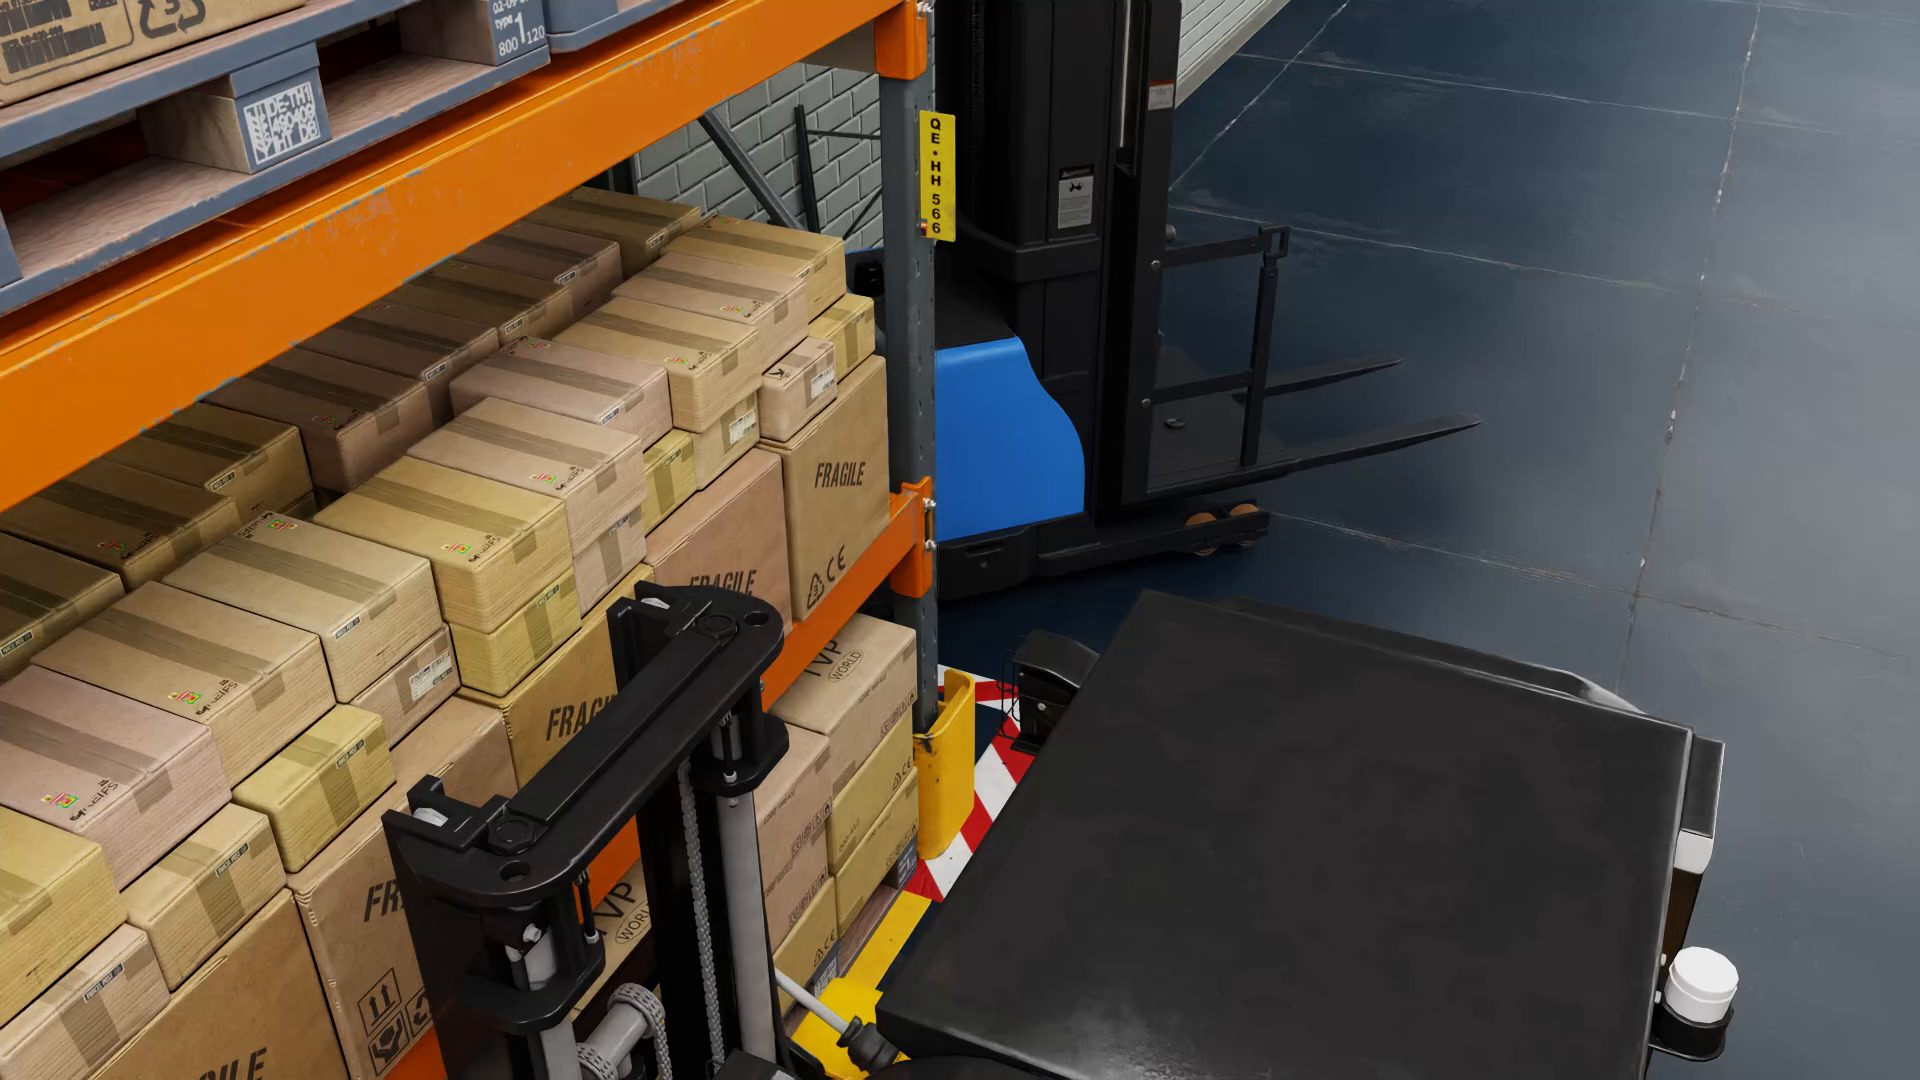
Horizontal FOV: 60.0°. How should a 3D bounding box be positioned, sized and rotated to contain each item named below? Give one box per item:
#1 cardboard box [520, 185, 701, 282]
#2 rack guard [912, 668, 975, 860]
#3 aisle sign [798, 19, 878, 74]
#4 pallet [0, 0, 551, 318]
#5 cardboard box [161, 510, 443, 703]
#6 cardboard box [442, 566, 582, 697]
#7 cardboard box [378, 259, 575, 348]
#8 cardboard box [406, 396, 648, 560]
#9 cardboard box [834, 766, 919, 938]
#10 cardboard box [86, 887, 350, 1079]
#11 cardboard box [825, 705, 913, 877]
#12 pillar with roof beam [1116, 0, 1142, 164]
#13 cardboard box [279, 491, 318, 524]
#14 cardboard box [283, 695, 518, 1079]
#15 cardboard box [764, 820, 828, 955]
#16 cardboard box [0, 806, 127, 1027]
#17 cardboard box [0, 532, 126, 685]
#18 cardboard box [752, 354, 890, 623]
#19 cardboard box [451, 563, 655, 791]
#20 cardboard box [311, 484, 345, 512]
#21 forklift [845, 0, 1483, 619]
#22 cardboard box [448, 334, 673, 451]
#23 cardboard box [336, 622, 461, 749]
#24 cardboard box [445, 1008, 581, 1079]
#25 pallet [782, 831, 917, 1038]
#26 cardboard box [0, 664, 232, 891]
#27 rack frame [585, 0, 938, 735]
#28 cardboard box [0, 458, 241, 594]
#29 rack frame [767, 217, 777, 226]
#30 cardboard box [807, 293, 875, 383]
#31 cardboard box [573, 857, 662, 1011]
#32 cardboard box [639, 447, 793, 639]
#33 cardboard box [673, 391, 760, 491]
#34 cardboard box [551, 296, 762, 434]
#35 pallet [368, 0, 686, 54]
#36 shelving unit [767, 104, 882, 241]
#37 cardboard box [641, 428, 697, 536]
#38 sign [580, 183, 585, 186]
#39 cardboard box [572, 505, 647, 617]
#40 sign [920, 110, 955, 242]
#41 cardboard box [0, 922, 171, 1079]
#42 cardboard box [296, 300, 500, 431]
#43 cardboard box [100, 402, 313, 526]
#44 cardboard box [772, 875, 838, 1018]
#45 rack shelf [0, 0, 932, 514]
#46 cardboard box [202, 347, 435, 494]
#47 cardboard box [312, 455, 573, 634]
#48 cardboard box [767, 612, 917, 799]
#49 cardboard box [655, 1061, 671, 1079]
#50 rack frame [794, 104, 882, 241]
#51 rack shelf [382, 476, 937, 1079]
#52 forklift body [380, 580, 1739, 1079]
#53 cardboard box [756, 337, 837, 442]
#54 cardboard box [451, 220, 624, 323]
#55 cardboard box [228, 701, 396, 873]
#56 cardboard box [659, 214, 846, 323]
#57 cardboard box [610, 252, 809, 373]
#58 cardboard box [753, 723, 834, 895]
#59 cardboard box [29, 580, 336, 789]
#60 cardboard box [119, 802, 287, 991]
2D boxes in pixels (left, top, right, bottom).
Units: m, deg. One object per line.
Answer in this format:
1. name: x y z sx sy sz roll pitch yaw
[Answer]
1. cardboard box: -0.880 -0.764 4.226 0.380 0.149 0.250 13 36 20
2. rack guard: -0.535 0.588 5.397 1.175 0.500 0.348 14 36 20
3. aisle sign: -0.251 -1.498 3.928 0.394 0.787 0.004 14 36 20
4. pallet: -1.374 -0.707 2.437 1.003 0.211 1.213 14 36 20
5. cardboard box: -1.140 0.109 2.894 0.380 0.149 0.250 15 36 21
6. cardboard box: -0.950 0.123 3.144 0.380 0.149 0.250 14 36 21
7. cardboard box: -1.117 -0.507 3.834 0.380 0.149 0.250 15 36 21
8. cardboard box: -0.843 -0.127 3.255 0.380 0.149 0.250 15 36 22
9. cardboard box: -0.455 0.836 4.865 0.500 0.250 0.500 14 36 21
10. cardboard box: -1.382 0.828 2.660 0.500 0.500 0.500 14 36 20
11. cardboard box: -0.465 0.634 4.716 0.500 0.250 0.500 14 36 20
12. pillar with roof beam: 4.765 -4.815 5.886 9.100 9.000 0.400 14 36 20
13. cardboard box: -1.525 -0.025 3.369 0.380 0.149 0.250 15 36 22
14. cardboard box: -1.152 0.583 3.034 0.500 0.500 0.500 14 36 21
15. cardboard box: -0.684 0.881 4.339 0.500 0.250 0.500 14 36 20
16. cardboard box: -1.405 0.499 2.300 0.380 0.149 0.250 14 36 20
17. cardboard box: -1.660 0.132 2.859 0.380 0.149 0.250 15 36 22
18. cardboard box: -0.512 -0.182 4.200 0.500 0.500 0.500 13 36 19
19. cardboard box: -0.952 0.330 3.420 0.500 0.500 0.500 13 36 20
20. cardboard box: -1.416 -0.159 3.575 0.380 0.149 0.250 15 36 21
21. forklift: 0.710 -1.423 6.248 3.031 2.935 1.130 -12 35 -17
22. cardboard box: -0.835 -0.282 3.491 0.380 0.149 0.250 14 36 21
23. cardboard box: -1.136 0.227 2.986 0.380 0.149 0.250 14 36 20
24. cardboard box: -1.084 1.172 3.440 0.500 0.250 0.500 13 36 20
25. pallet: -0.827 1.111 4.862 1.003 0.211 1.213 14 36 20
26. cardboard box: -1.349 0.359 2.513 0.380 0.149 0.250 14 36 20
27. rack frame: -0.545 -0.445 4.693 1.000 3.000 0.127 14 36 20
28. cardboard box: -1.553 -0.001 3.061 0.380 0.149 0.250 14 36 21
29. rack frame: -0.782 -0.511 6.160 0.500 1.500 0.032 10 37 22
30. cardboard box: -0.436 -0.521 4.127 0.380 0.149 0.250 15 36 21
31. cardboard box: -0.865 0.921 3.823 0.500 0.250 0.500 15 36 21
32. cardboard box: -0.738 0.075 3.810 0.500 0.500 0.500 15 36 22
33. cardboard box: -0.680 -0.272 3.747 0.380 0.149 0.250 15 36 21
34. cardboard box: -0.663 -0.389 3.654 0.380 0.149 0.250 15 36 22
35. pallet: -0.864 -1.316 3.367 1.003 0.211 1.213 14 36 20
36. shelving unit: -0.583 -0.781 6.530 0.587 1.500 1.083 10 37 22
37. cardboard box: -0.794 -0.151 3.562 0.380 0.149 0.250 14 36 20
38. sign: -1.047 -0.971 4.633 0.100 0.325 0.005 14 36 20
39. cardboard box: -0.863 -0.007 3.343 0.380 0.149 0.250 13 35 19
40. sign: -0.058 -0.897 4.111 0.100 0.325 0.005 14 36 20
41. cardboard box: -1.374 0.634 2.365 0.380 0.149 0.250 14 36 20
42. cardboard box: -1.234 -0.387 3.651 0.380 0.149 0.250 14 36 21
43. cardboard box: -1.521 -0.142 3.277 0.380 0.149 0.250 13 36 19
44. cardboard box: -0.671 1.081 4.490 0.500 0.250 0.500 14 36 20
45. rack shelf: -1.382 -0.403 2.549 1.077 0.370 4.000 14 36 20
46. cardboard box: -1.322 -0.250 3.442 0.380 0.149 0.250 15 36 22
47. cardboard box: -0.946 0.003 3.056 0.380 0.149 0.250 15 36 21
48. cardboard box: -0.454 0.412 4.599 0.500 0.250 0.500 15 36 22
49. cardboard box: -0.881 1.143 3.939 0.500 0.250 0.500 13 36 19
50. rack frame: -0.377 -1.061 6.913 0.500 1.500 0.032 10 37 22
51. rack shelf: -1.382 0.852 3.372 1.077 0.370 4.000 14 36 20
52. forklift body: 0.319 1.273 2.848 2.313 2.155 1.214 14 36 20
53. cardboard box: -0.516 -0.387 3.922 0.380 0.149 0.250 15 36 21
54. cardboard box: -1.048 -0.646 4.046 0.380 0.149 0.250 15 36 22
55. cardboard box: -1.181 0.370 2.768 0.380 0.149 0.250 13 36 20
56. cardboard box: -0.504 -0.656 4.061 0.380 0.149 0.250 14 36 21
57. cardboard box: -0.579 -0.526 3.863 0.380 0.149 0.250 14 36 21
58. cardboard box: -0.663 0.667 4.209 0.500 0.250 0.500 15 36 21
59. cardboard box: -1.261 0.231 2.708 0.380 0.149 0.250 14 36 21
60. cardboard box: -1.285 0.505 2.562 0.380 0.149 0.250 13 35 19
